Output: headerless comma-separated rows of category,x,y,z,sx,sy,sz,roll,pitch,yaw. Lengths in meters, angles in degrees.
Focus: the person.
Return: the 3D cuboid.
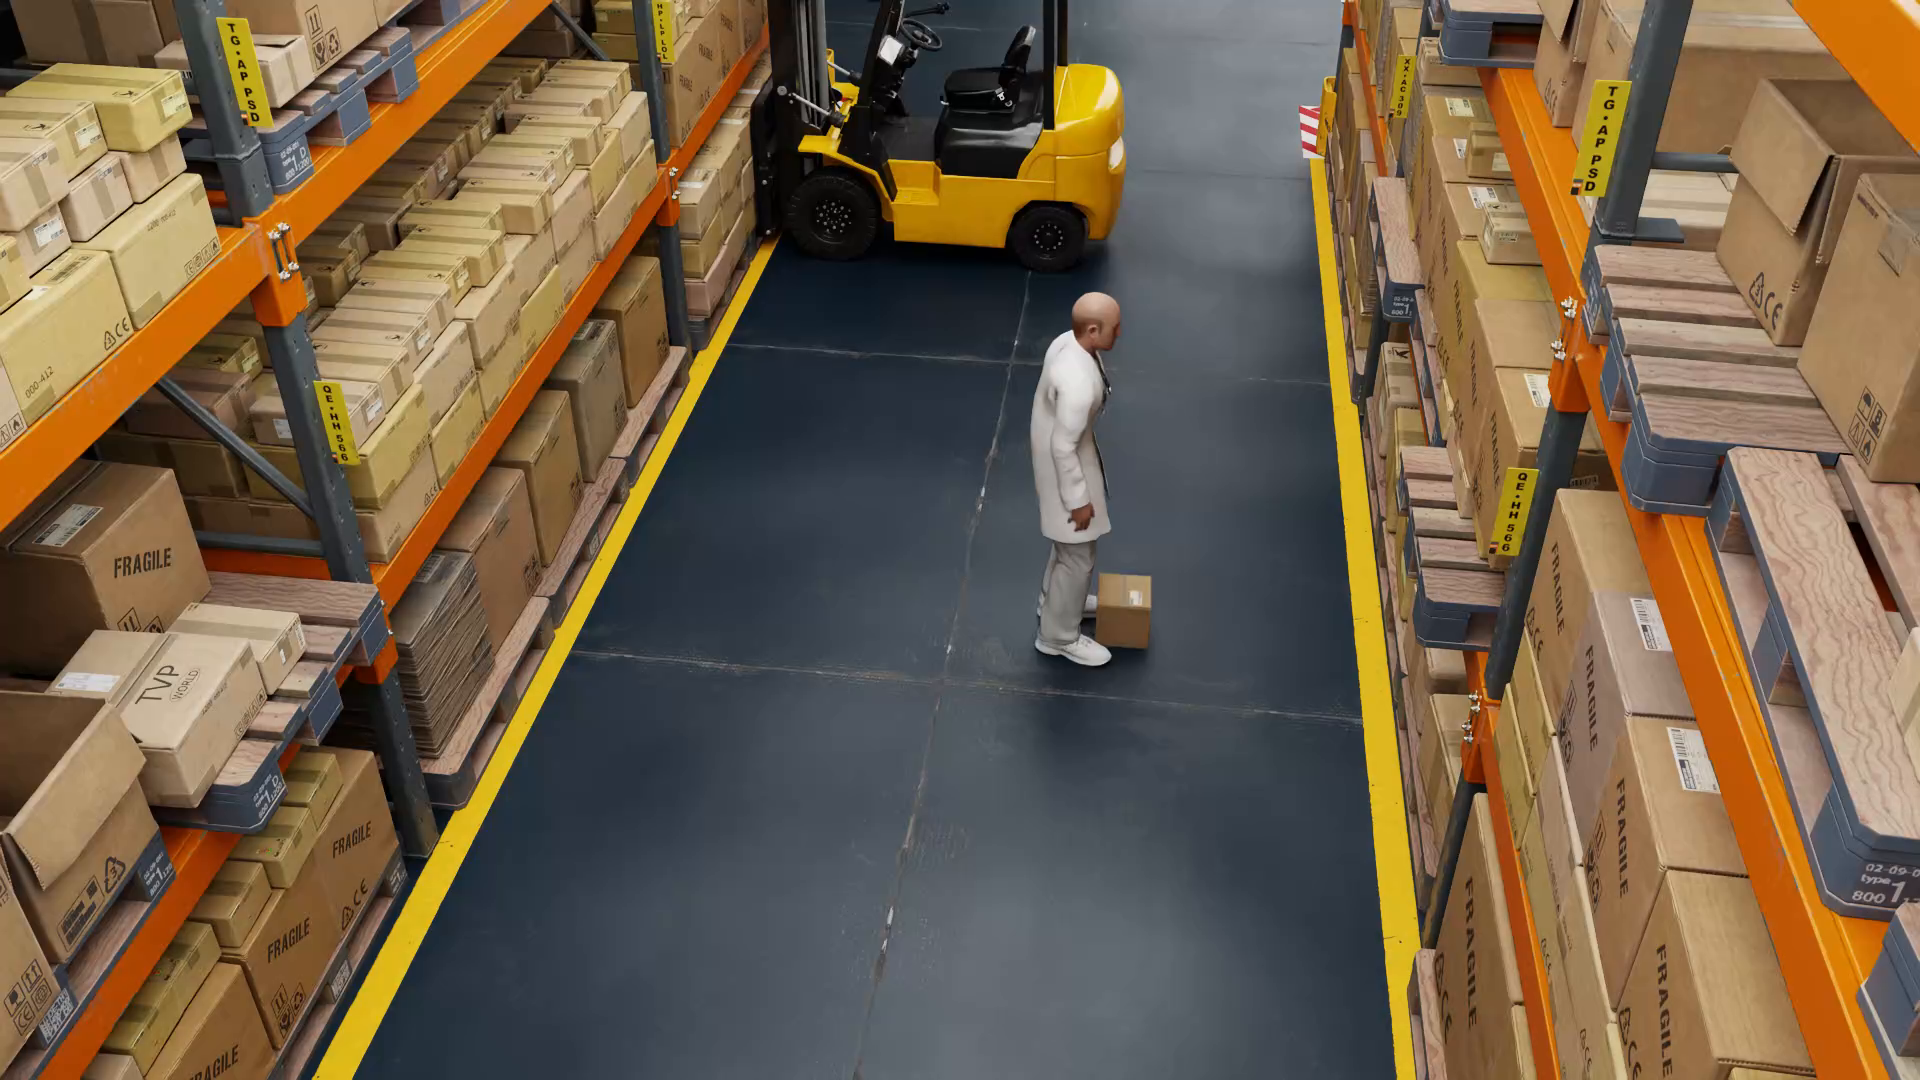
person,0.522,-0.299,7.473,0.428,1.772,0.640,3,36,4
